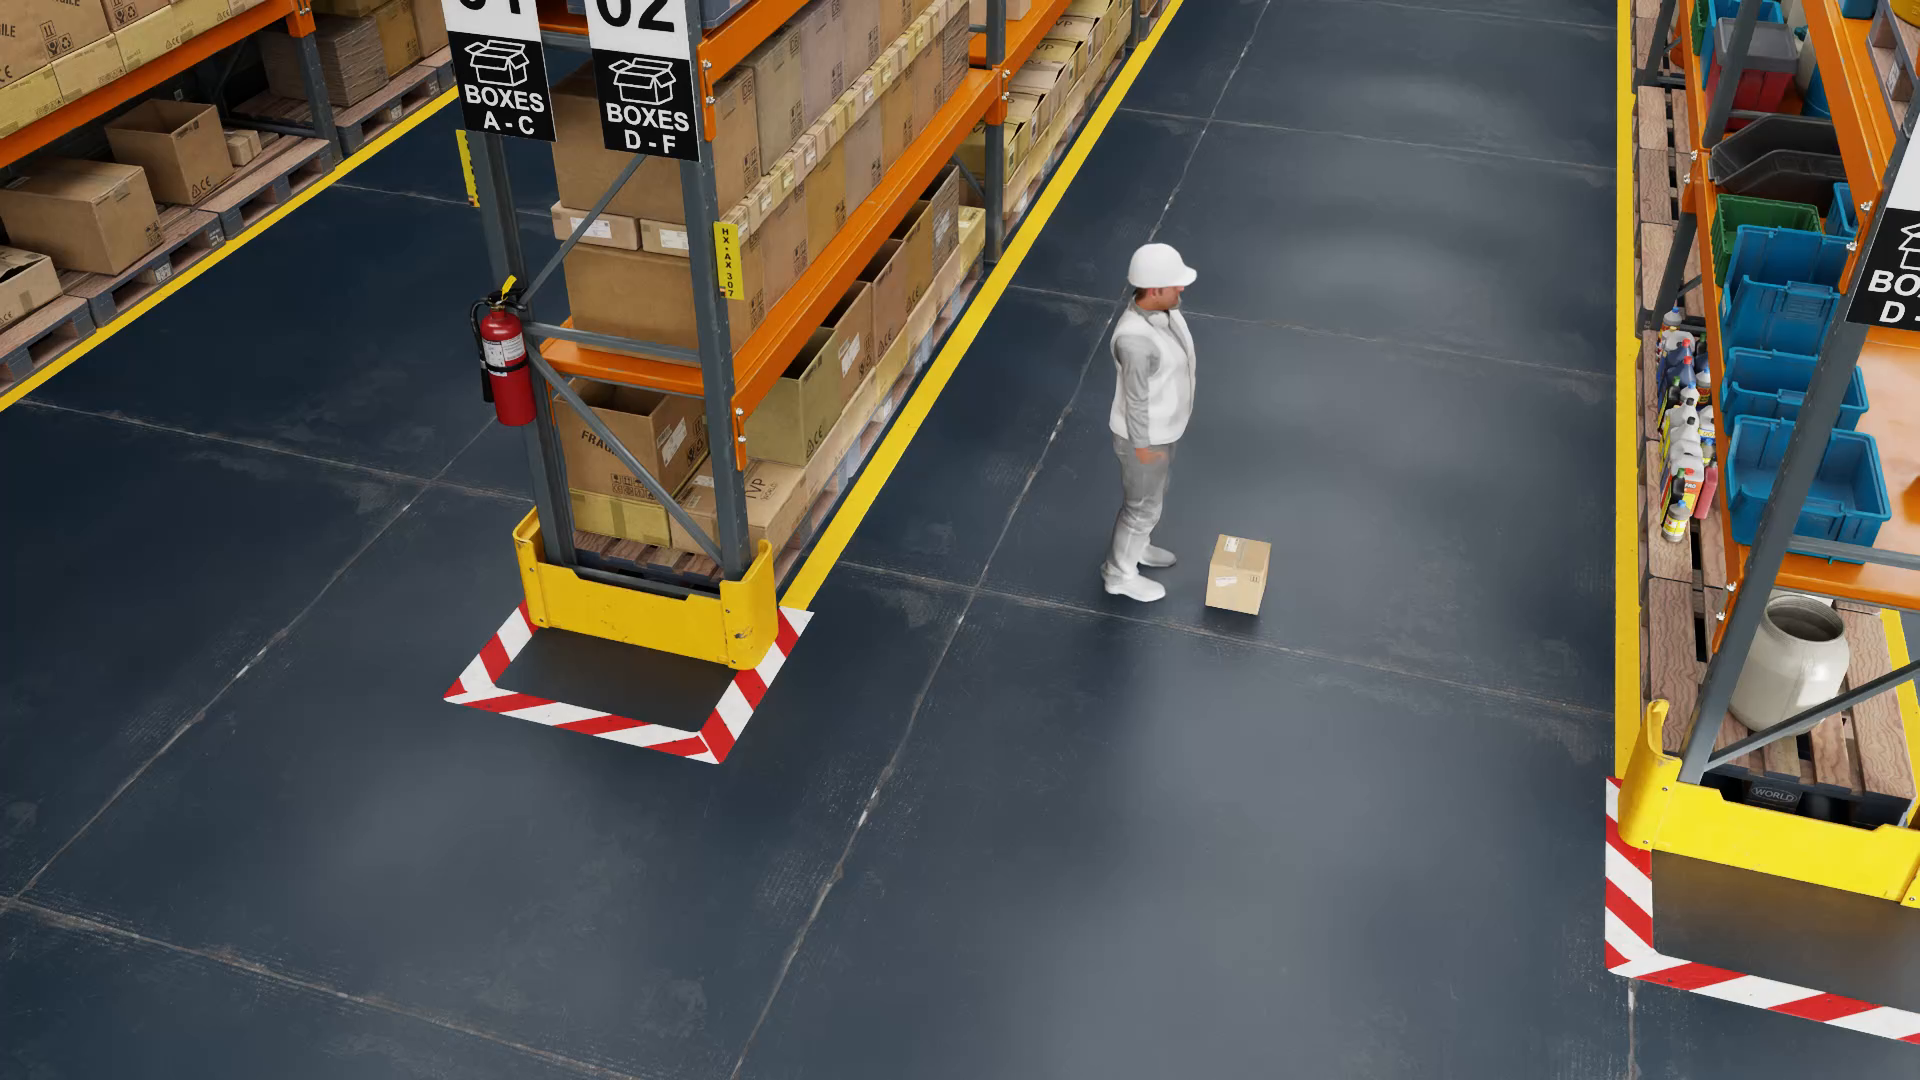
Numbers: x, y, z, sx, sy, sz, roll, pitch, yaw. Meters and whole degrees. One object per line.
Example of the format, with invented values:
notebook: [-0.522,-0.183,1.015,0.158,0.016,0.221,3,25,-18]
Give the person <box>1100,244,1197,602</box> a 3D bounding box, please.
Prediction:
person: [0.873,-0.541,7.600,0.357,1.773,0.532,12,38,15]
